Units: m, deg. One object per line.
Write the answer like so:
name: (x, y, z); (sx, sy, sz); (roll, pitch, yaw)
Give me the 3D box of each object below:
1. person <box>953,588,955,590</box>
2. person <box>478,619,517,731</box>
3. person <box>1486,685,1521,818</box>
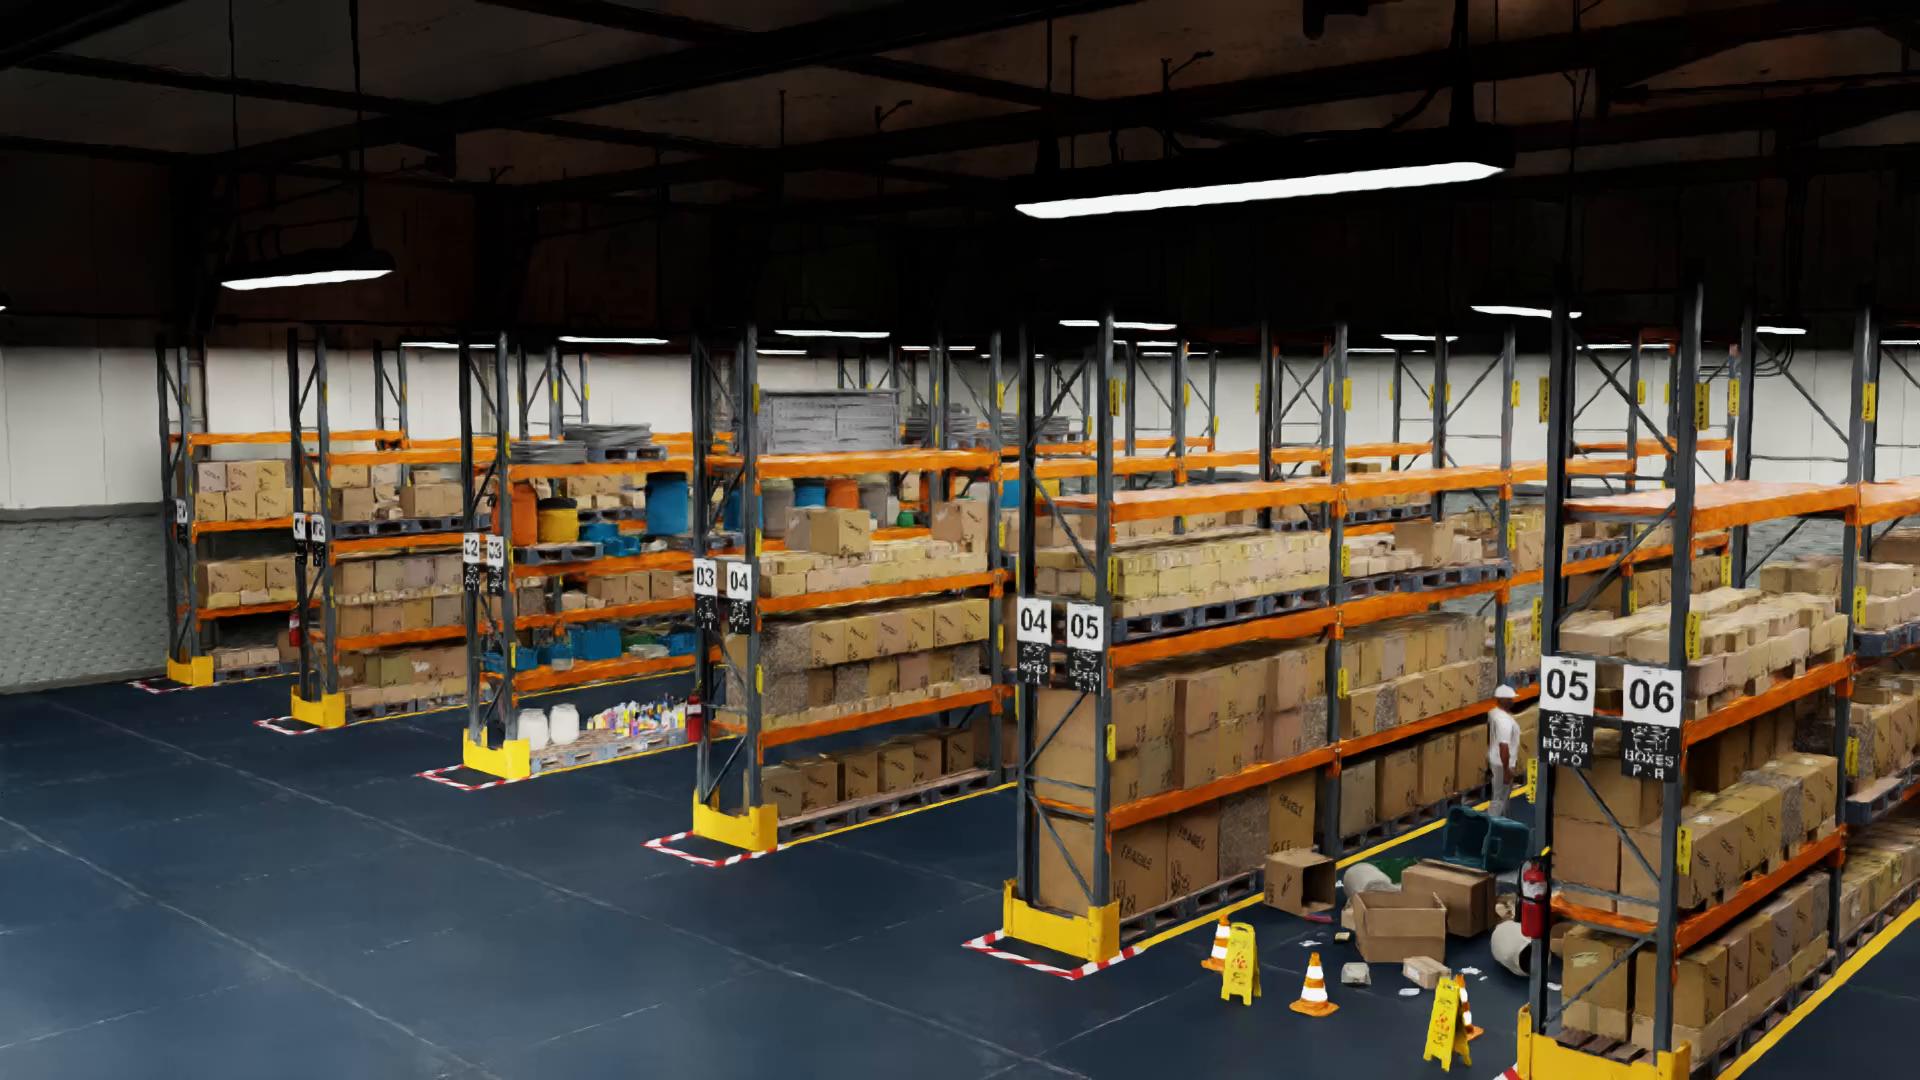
person: (-0.123, 0.470, 41.714); (0.411, 1.534, 0.956); (4, 6, 34)
person: (-6.910, 1.988, 24.955); (0.689, 1.660, 0.810); (2, 6, 24)
person: (6.162, 2.510, 18.727); (0.452, 1.768, 0.632); (1, 6, 13)
